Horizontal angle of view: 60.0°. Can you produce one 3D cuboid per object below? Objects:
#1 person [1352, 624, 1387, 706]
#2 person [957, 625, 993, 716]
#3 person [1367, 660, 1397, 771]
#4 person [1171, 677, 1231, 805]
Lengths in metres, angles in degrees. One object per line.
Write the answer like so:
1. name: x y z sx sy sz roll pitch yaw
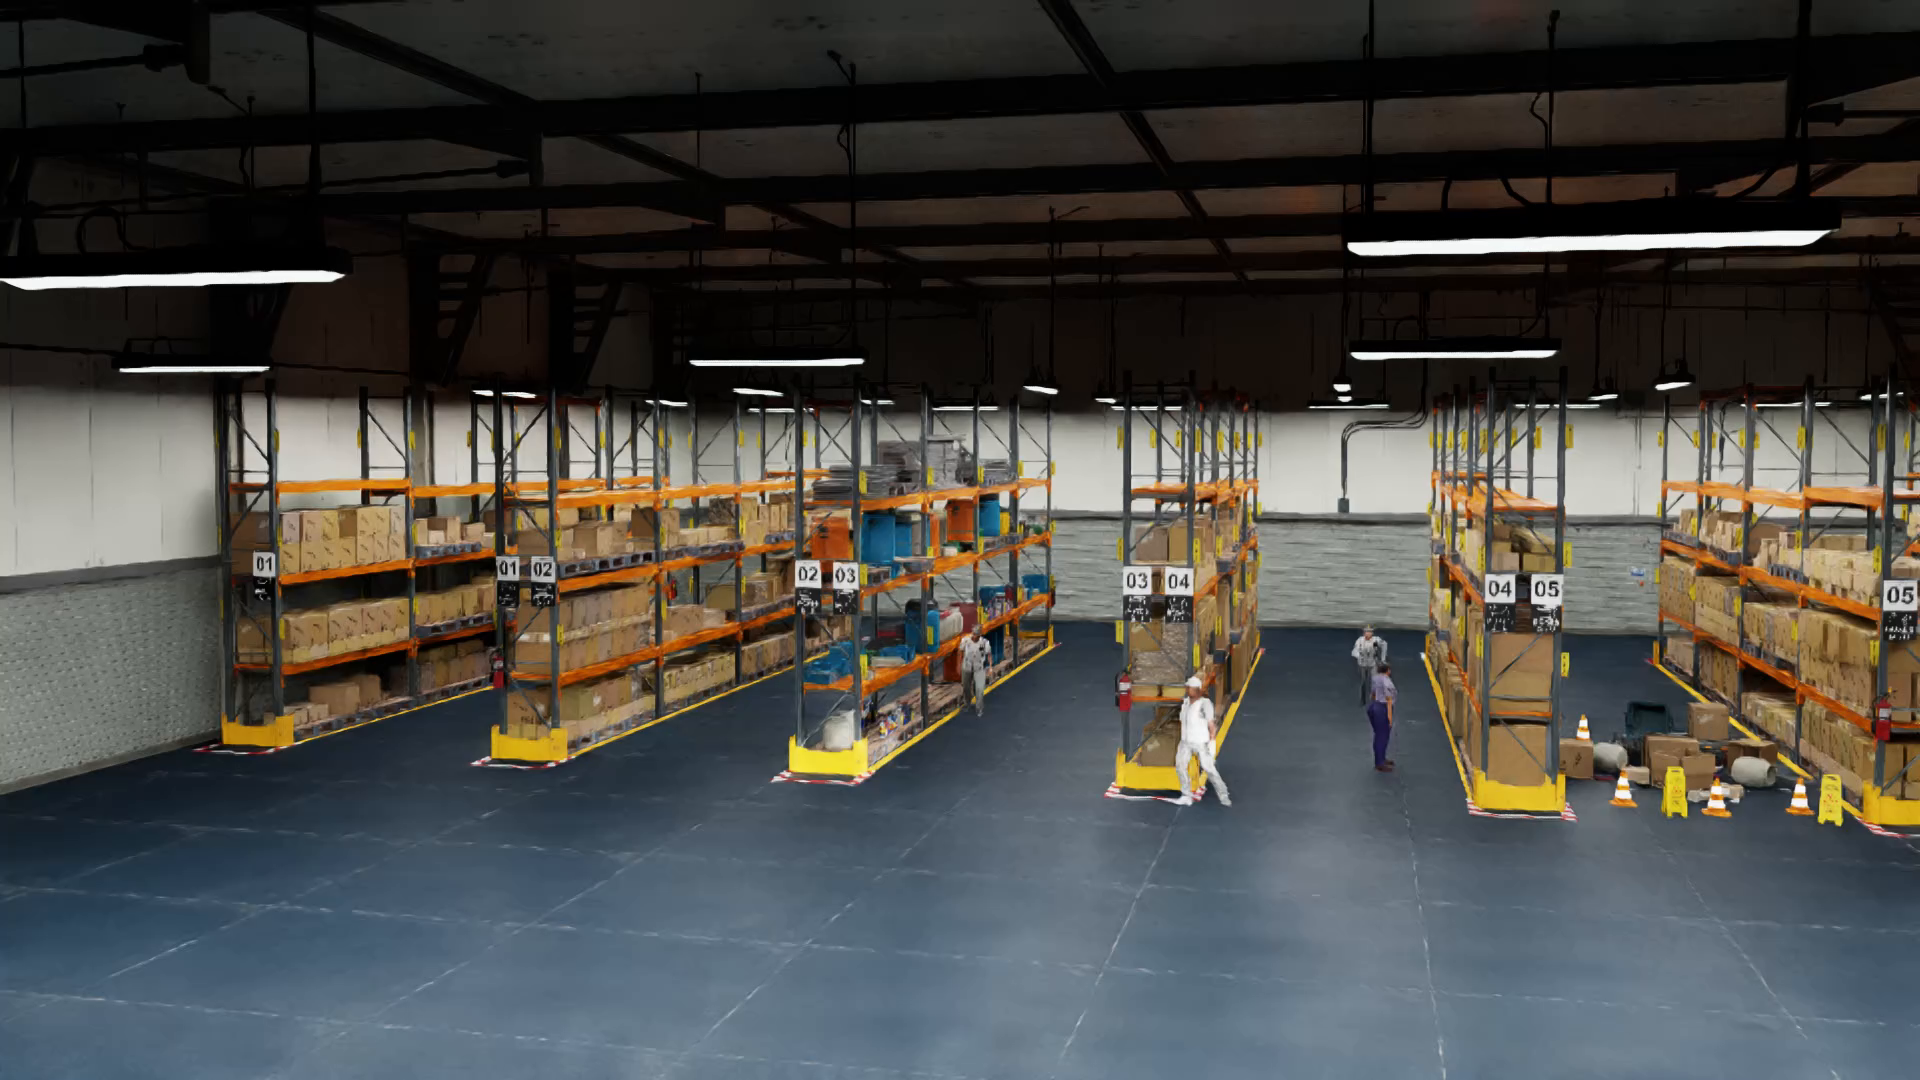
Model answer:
1. person: 7.632 2.341 31.018 0.613 1.585 0.853 1 4 19
2. person: 0.279 2.358 30.646 0.666 1.657 0.833 0 3 4
3. person: 6.466 2.656 25.358 0.483 1.643 0.622 -1 4 -15
4. person: 3.320 2.760 22.791 0.636 1.761 0.773 -2 4 -35
